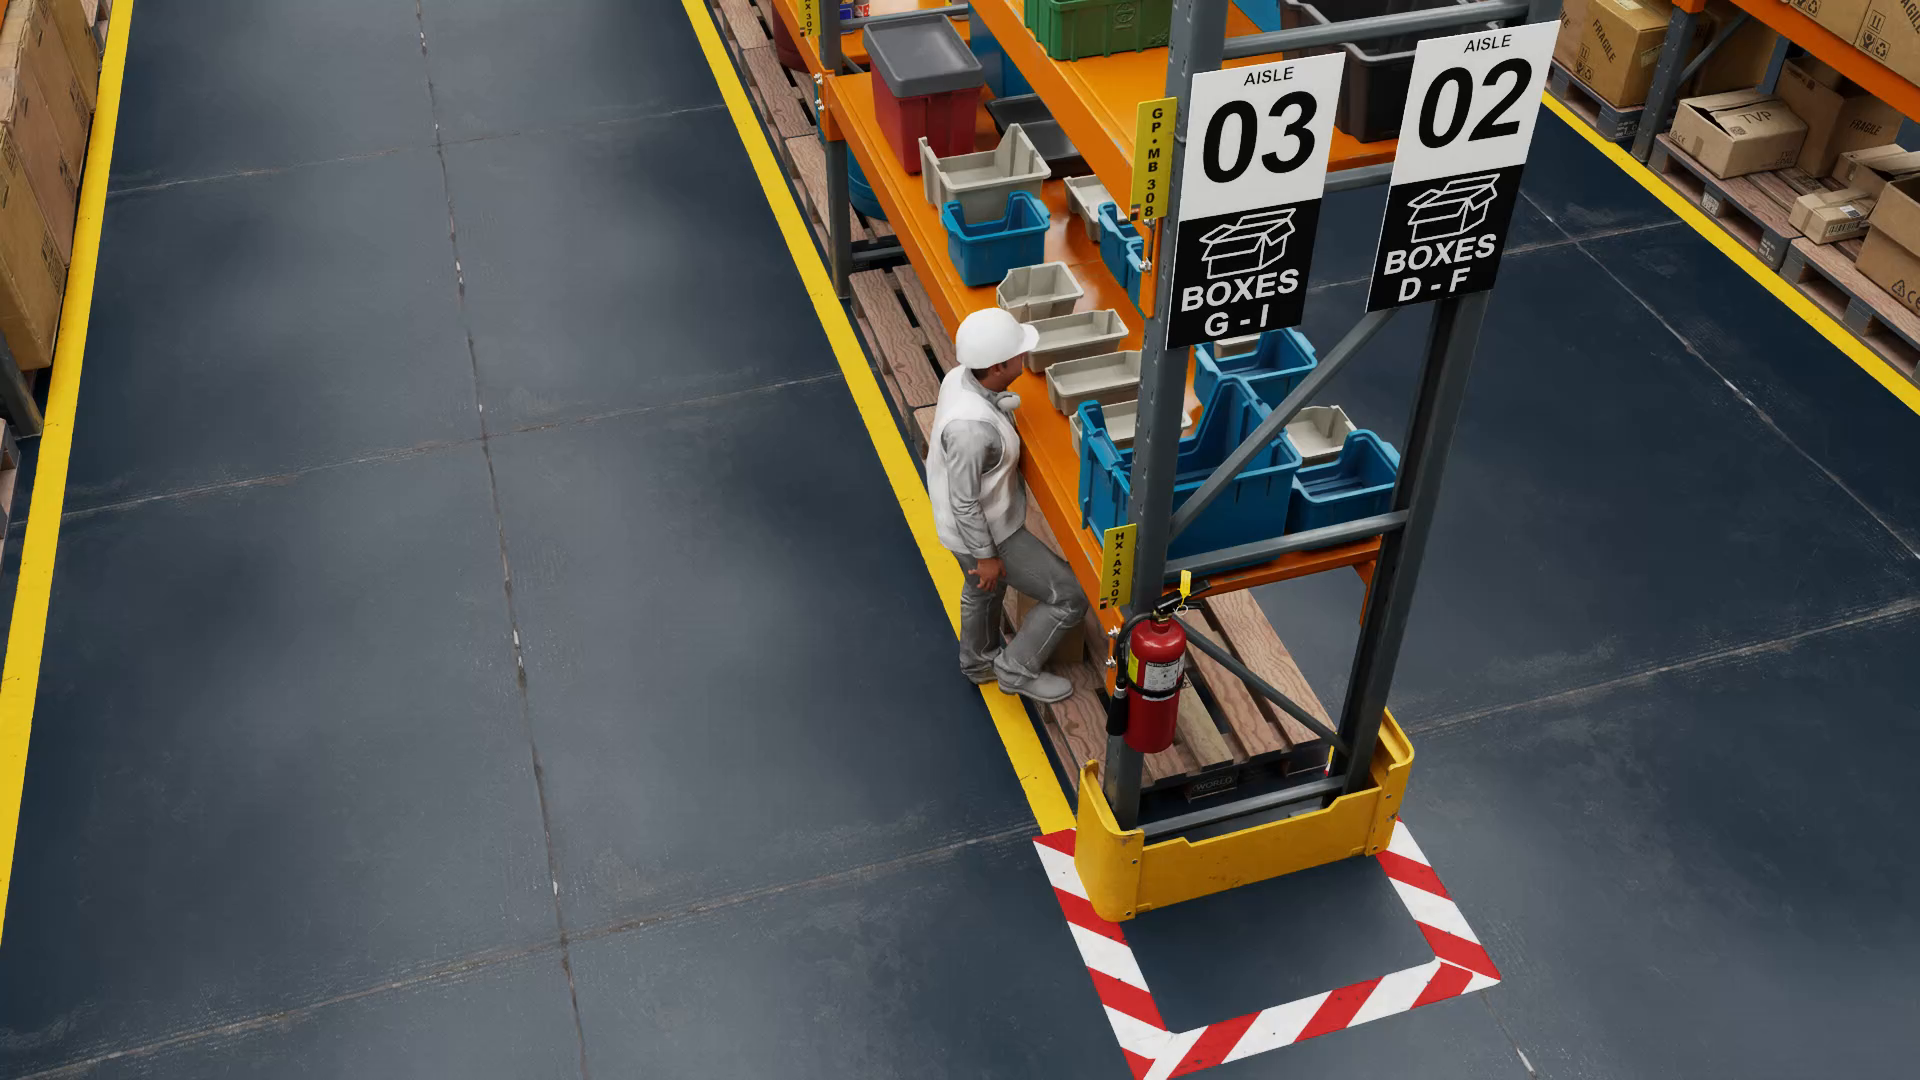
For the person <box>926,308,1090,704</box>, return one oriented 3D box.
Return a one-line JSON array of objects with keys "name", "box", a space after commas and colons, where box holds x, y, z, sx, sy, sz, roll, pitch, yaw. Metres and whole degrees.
[{"name": "person", "box": [0.184, -0.083, 6.217, 0.613, 1.775, 0.635, 0, 42, 0]}]
